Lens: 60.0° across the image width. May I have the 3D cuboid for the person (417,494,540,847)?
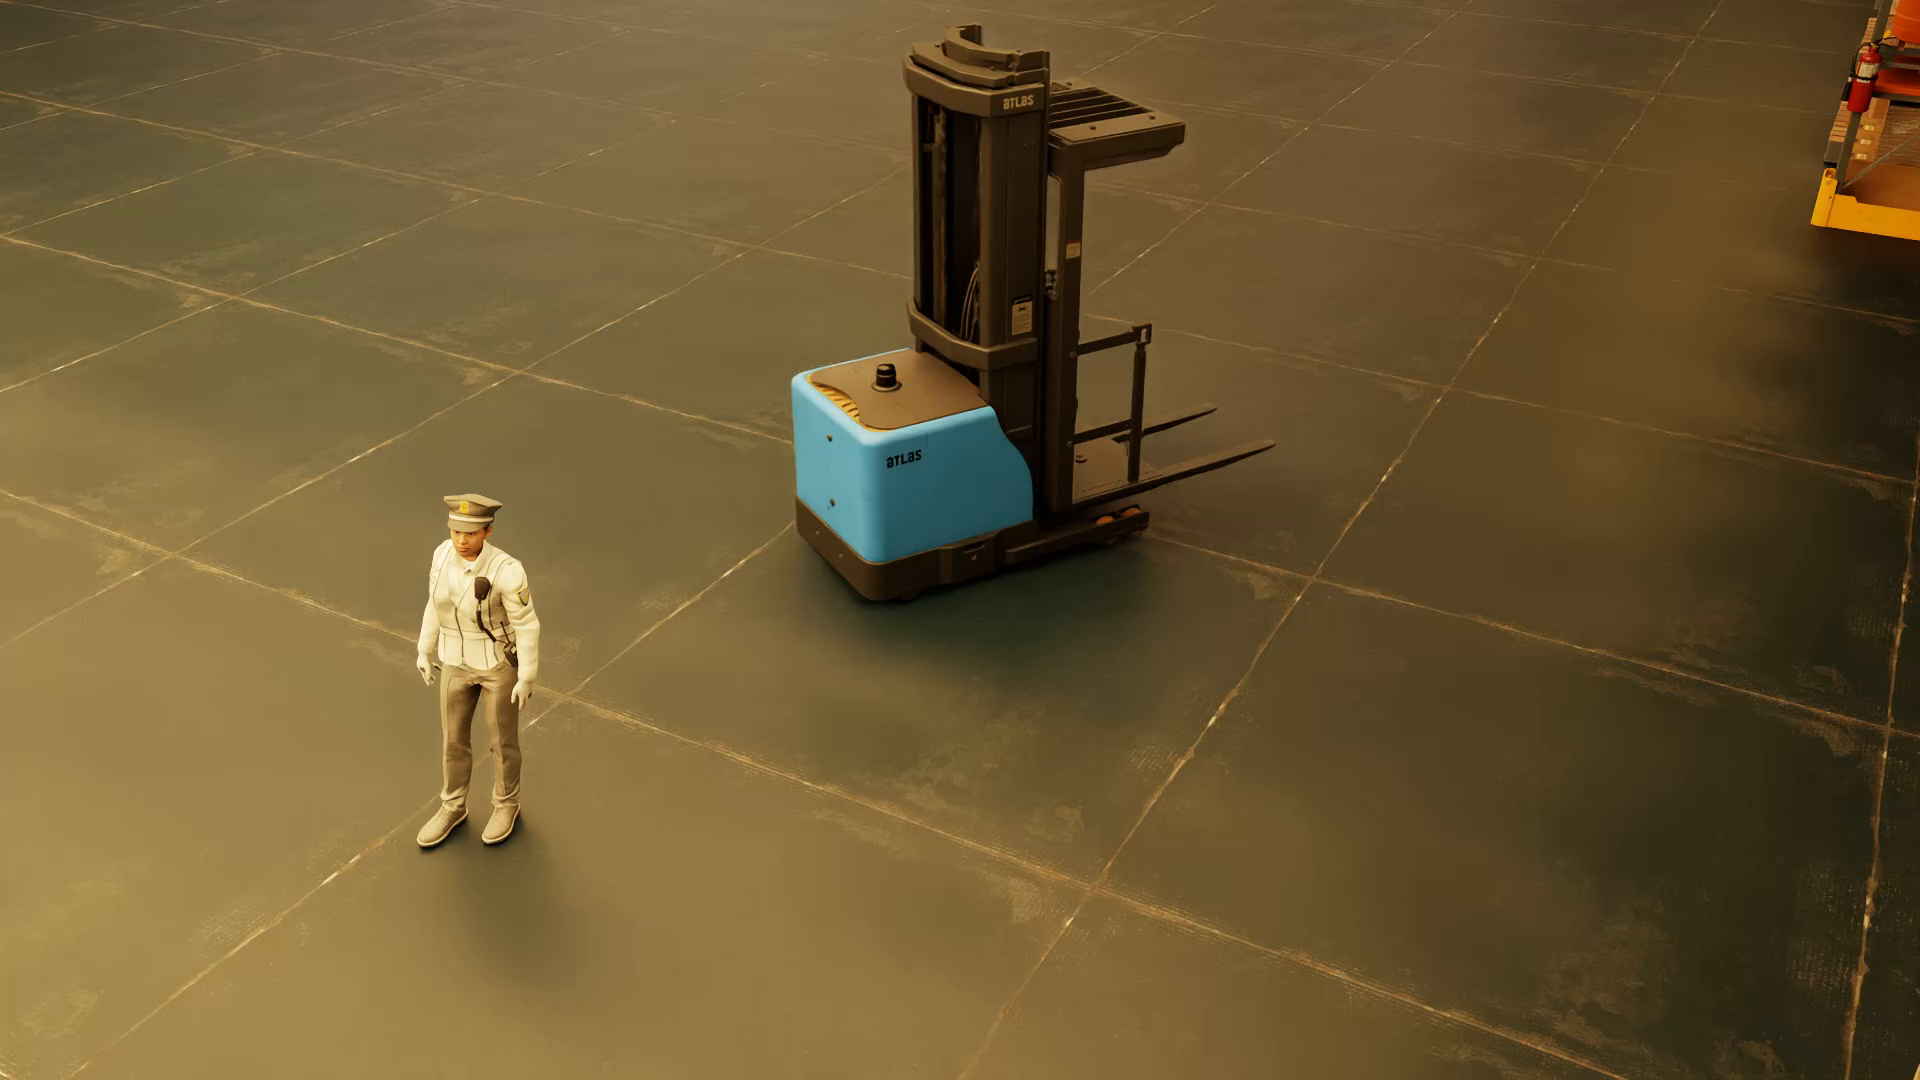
[{"bbox_3d":[-2.136,0.580,7.289,0.588,1.694,0.530,9,31,15],"label":"person"}]

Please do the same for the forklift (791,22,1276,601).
[{"bbox_3d":[0.550,-1.455,9.592,3.031,2.935,1.130,-16,34,-26],"label":"forklift"}]
